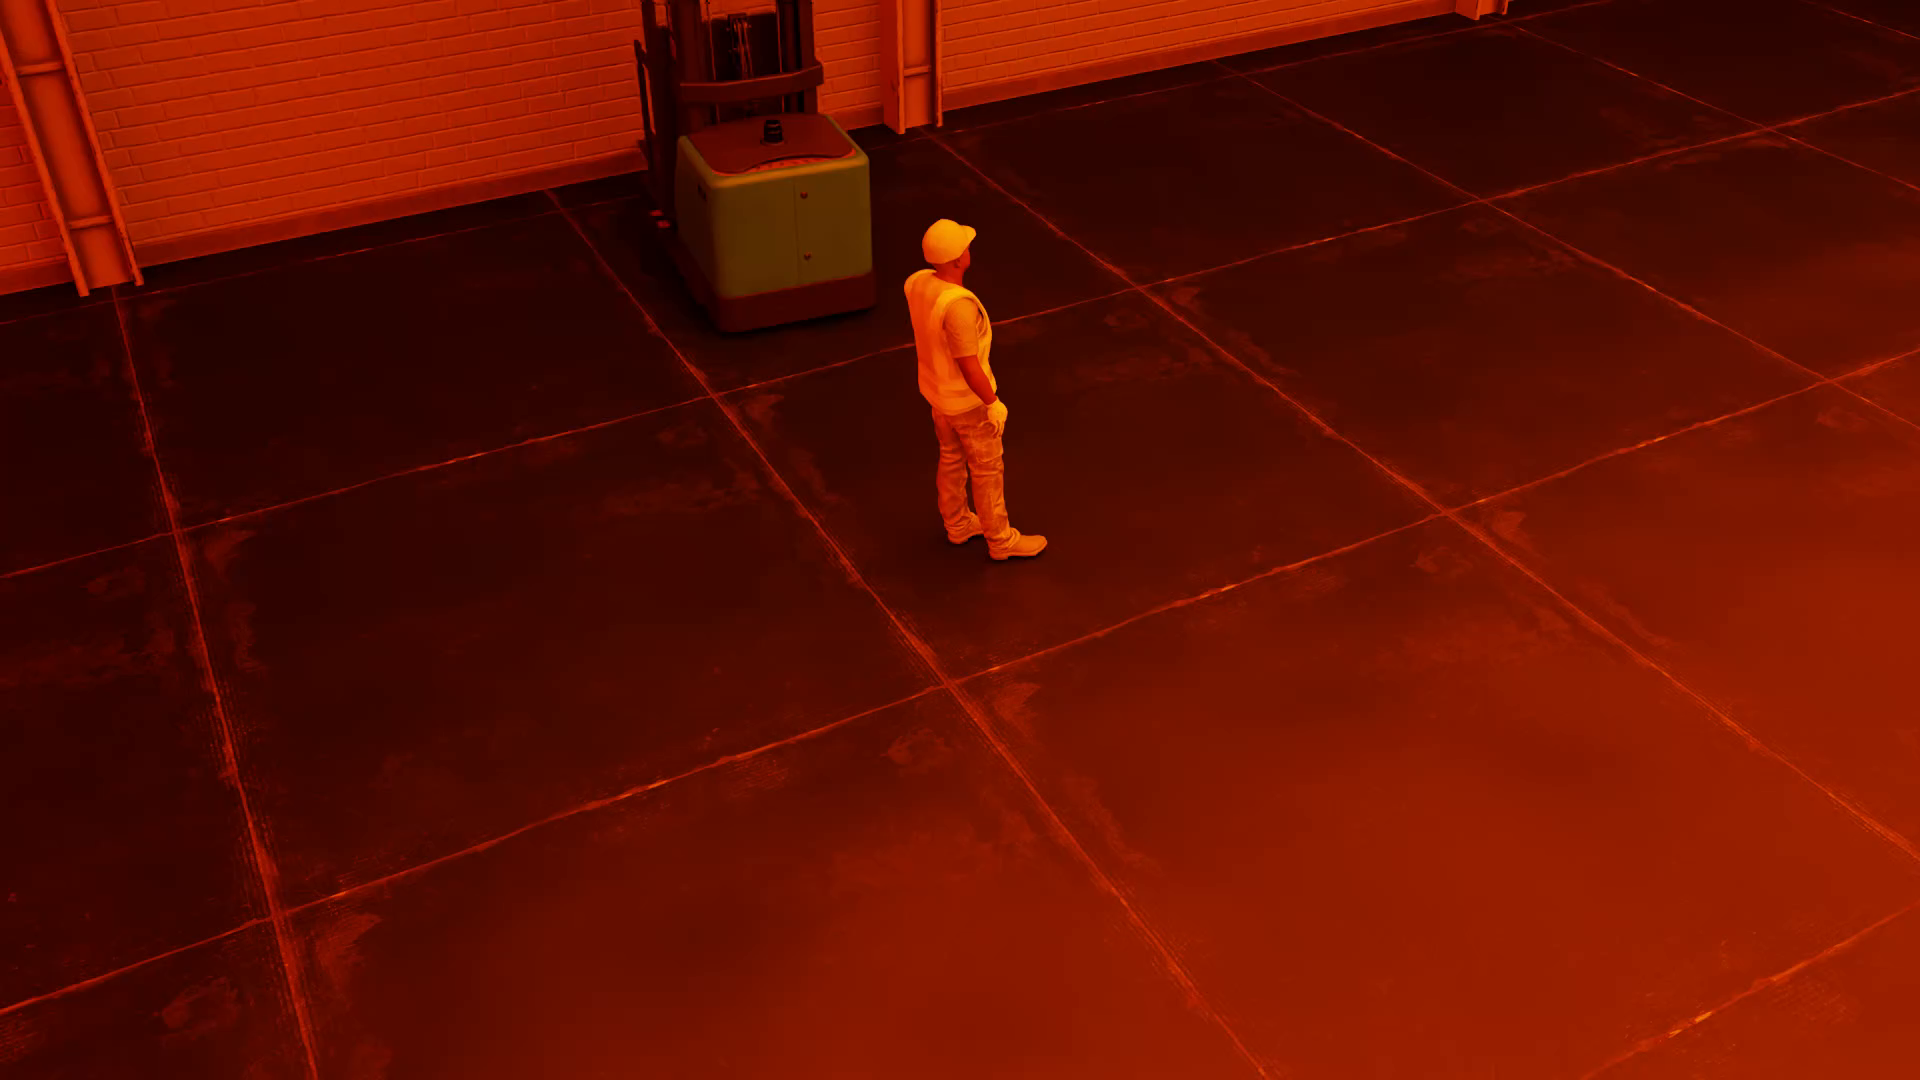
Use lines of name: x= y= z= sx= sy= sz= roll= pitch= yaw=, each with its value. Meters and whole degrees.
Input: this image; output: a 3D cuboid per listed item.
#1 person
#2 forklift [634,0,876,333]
person: x=0.068 y=-0.749 z=8.166 sx=0.575 sy=1.784 sz=0.656 roll=-17 pitch=39 yaw=-23
forklift: x=-1.565 y=-3.334 z=10.840 sx=1.130 sy=2.935 sz=3.031 roll=-13 pitch=37 yaw=-18
